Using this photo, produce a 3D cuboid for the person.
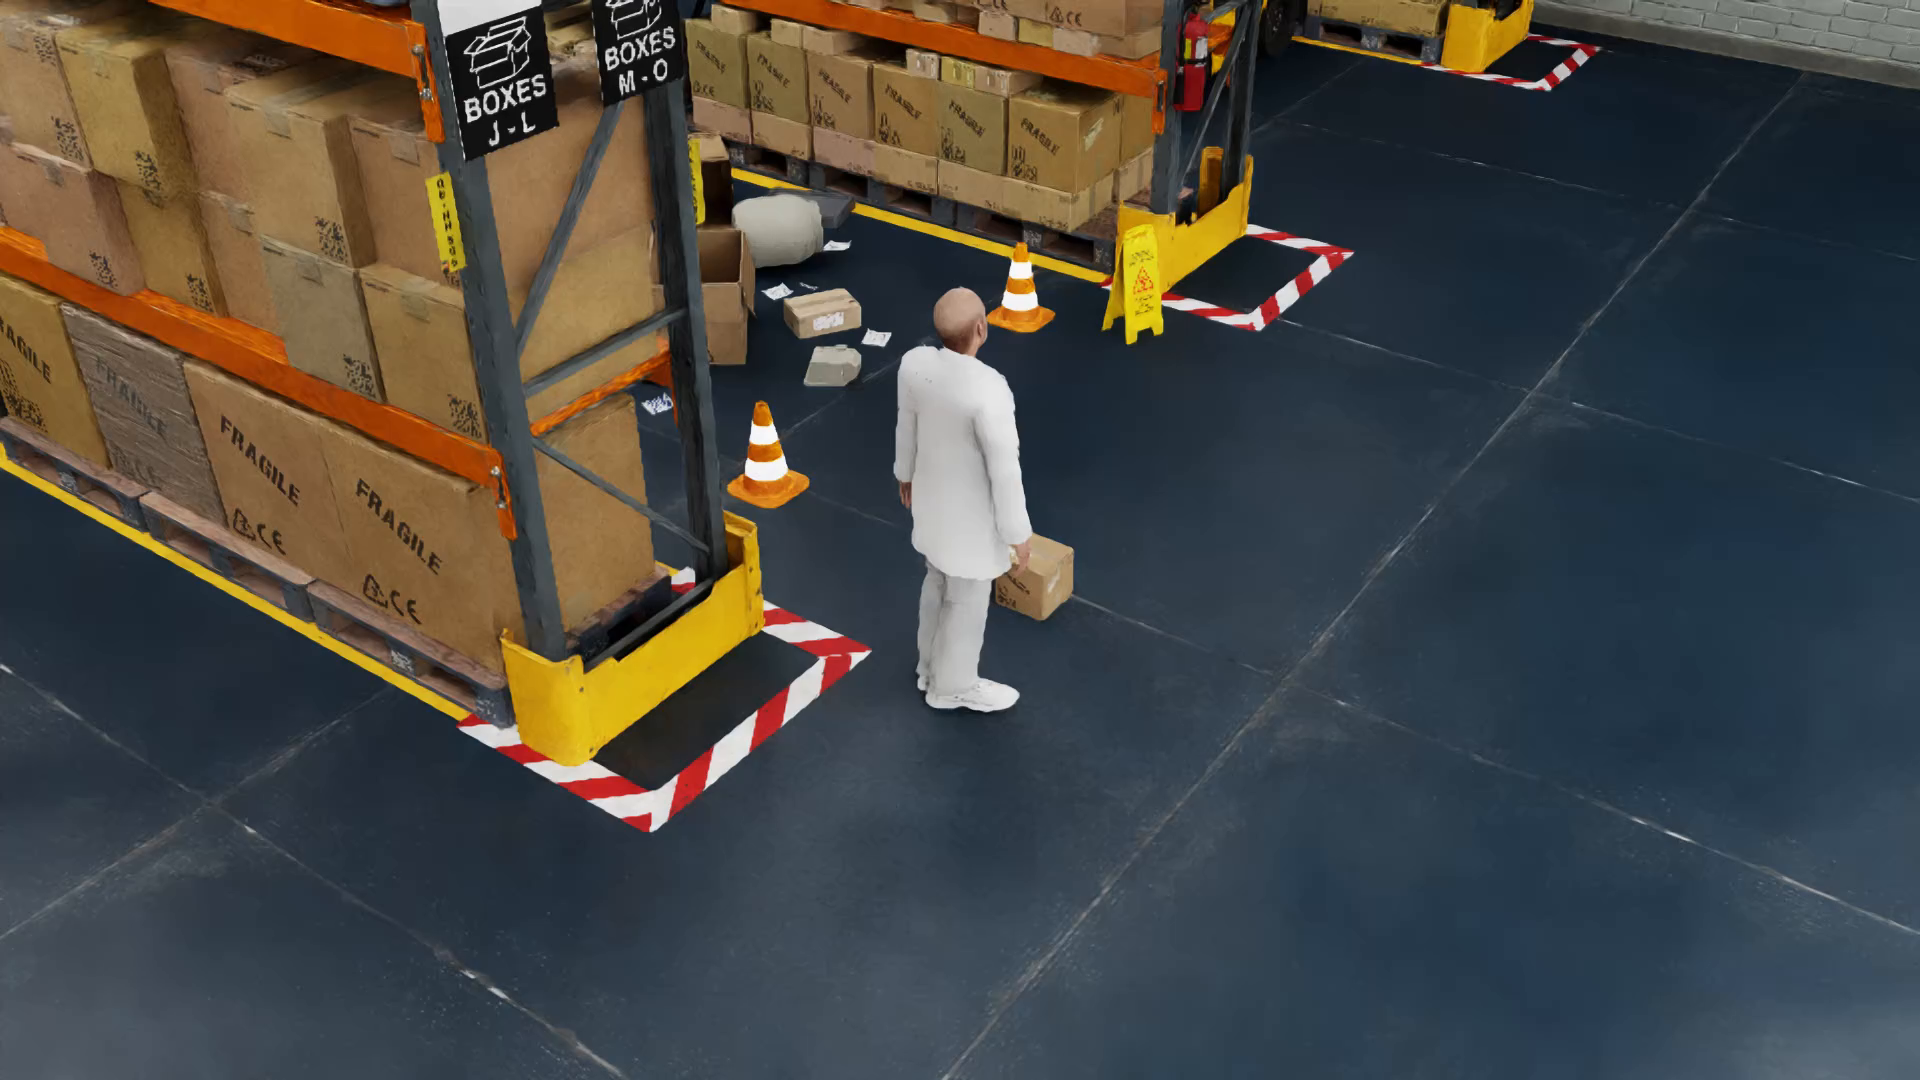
[{"bbox_3d":[0.019,-0.130,6.308,0.377,1.784,0.697,-25,41,-32],"label":"person"}]
